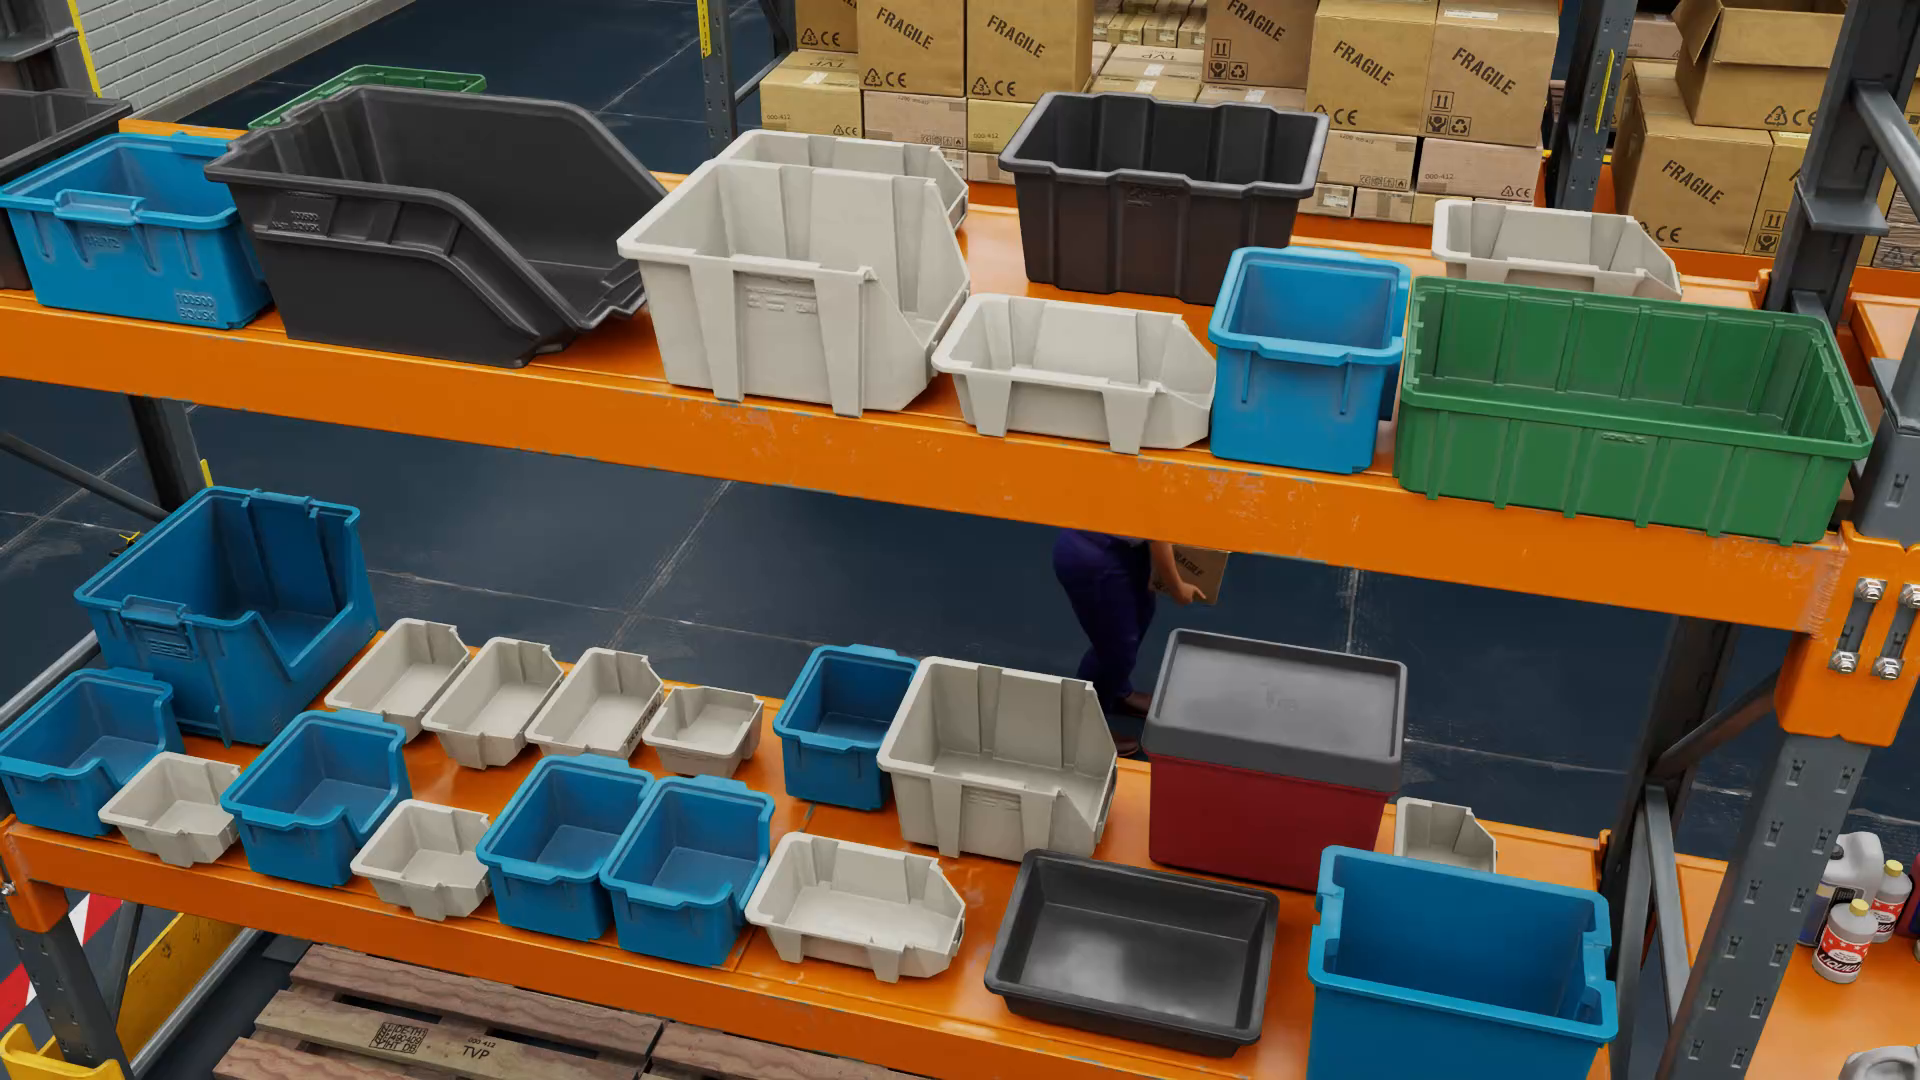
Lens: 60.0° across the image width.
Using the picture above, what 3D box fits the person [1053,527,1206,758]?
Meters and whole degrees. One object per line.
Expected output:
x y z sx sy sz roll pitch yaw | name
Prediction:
0.639 0.061 6.104 0.571 1.609 0.441 8 34 11 | person
